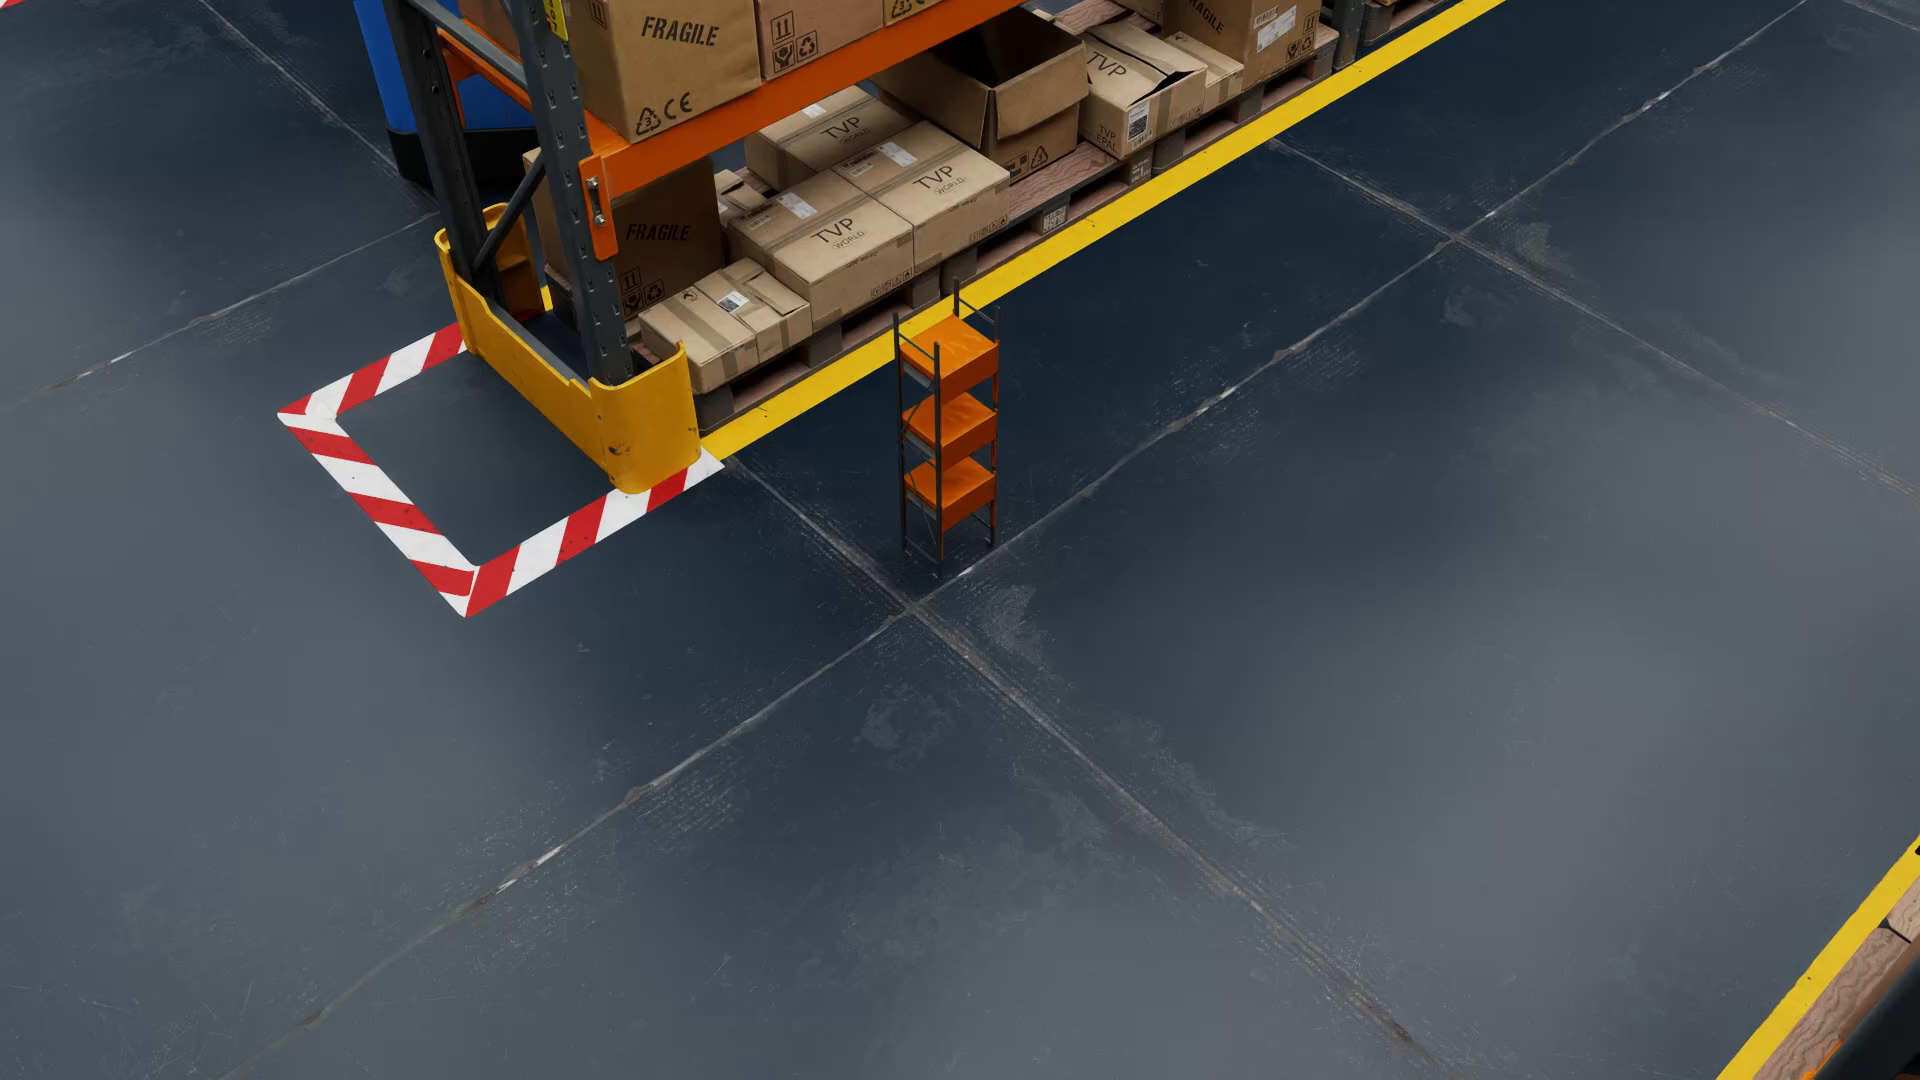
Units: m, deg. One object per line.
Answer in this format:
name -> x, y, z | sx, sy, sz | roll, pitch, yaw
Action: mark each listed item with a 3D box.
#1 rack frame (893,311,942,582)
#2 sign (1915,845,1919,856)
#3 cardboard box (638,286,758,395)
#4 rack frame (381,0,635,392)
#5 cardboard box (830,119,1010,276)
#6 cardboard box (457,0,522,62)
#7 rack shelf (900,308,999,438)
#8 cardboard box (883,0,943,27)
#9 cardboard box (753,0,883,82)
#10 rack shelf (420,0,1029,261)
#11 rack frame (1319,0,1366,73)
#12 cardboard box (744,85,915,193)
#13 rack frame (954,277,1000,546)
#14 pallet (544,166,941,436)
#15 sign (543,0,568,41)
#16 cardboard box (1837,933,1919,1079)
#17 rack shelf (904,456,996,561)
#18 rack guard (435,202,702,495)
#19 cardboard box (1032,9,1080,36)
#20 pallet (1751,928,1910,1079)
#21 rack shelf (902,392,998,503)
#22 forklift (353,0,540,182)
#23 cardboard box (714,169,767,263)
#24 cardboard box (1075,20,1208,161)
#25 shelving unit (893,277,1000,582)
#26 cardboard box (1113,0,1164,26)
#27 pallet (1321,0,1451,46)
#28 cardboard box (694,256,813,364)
rack frame -> -0.130, -0.269, 5.284 | 0.008, 1.050, 0.200 | -34, 56, -27
sign -> 1.492, 0.393, 2.397 | 0.005, 0.325, 0.100 | -34, 56, -27
cardboard box -> -0.947, -0.726, 6.020 | 0.250, 0.149, 0.380 | -34, 56, -27
rack frame -> -1.488, -1.524, 5.115 | 0.127, 3.000, 1.000 | -34, 56, -27
cardboard box -> -0.155, -1.350, 6.526 | 0.500, 0.250, 0.500 | -34, 56, -27
cardboard box -> -1.340, -1.927, 5.419 | 0.500, 0.500, 0.500 | -32, 55, -26
rack shelf -> -0.040, -0.515, 5.139 | 0.240, 0.259, 0.215 | -34, 56, -27
cardboard box -> -0.231, -2.138, 5.614 | 0.500, 0.500, 0.500 | -34, 56, -27
cardboard box -> -0.604, -1.892, 5.386 | 0.500, 0.500, 0.500 | -34, 56, -27
rack shelf -> -0.008, -2.269, 6.292 | 4.000, 0.370, 1.077 | -34, 56, -27
rack frame -> 1.471, -3.501, 6.940 | 0.127, 3.000, 1.000 | -34, 56, -27
cardboard box -> -0.528, -1.597, 6.754 | 0.500, 0.250, 0.500 | -34, 56, -27
rack frame -> 0.051, -0.390, 5.395 | 0.008, 1.050, 0.200 | -34, 56, -27
pallet -> -0.843, -1.010, 6.539 | 1.213, 0.211, 1.003 | -34, 56, -27
sign -> -1.123, -1.522, 4.525 | 0.005, 0.325, 0.100 | -34, 56, -27
cardboard box -> 2.218, 0.809, 2.759 | 0.700, 0.700, 0.980 | -31, 55, -26
rack shelf -> -0.040, -0.134, 5.552 | 0.240, 0.259, 0.215 | -34, 56, -27
rack guard -> -1.432, -0.714, 6.068 | 0.348, 0.500, 1.175 | -34, 56, -27
cardboard box -> 0.382, -2.167, 7.337 | 0.250, 0.166, 0.380 | -34, 56, -27
pallet -> 2.386, 1.676, 4.060 | 1.213, 0.211, 1.003 | -34, 56, -27
rack shelf -> -0.040, -0.322, 5.348 | 0.240, 0.259, 0.215 | -34, 56, -27
forklift -> -1.976, -3.594, 7.072 | 1.130, 2.935, 3.031 | -3, 47, -3
cardboard box -> -0.891, -1.266, 6.506 | 0.250, 0.166, 0.380 | -34, 56, -27
cardboard box -> 0.686, -1.932, 7.022 | 0.500, 0.311, 0.500 | -34, 56, -27
shelving unit -> -0.040, -0.330, 5.340 | 0.252, 1.050, 0.215 | -34, 56, -27
cardboard box -> 1.015, -2.649, 7.683 | 0.500, 0.311, 0.500 | -34, 56, -27
pallet -> 2.048, -2.979, 8.355 | 1.213, 0.211, 1.003 | -34, 56, -27
cardboard box -> -0.762, -0.856, 6.127 | 0.250, 0.166, 0.380 | -34, 56, -27
